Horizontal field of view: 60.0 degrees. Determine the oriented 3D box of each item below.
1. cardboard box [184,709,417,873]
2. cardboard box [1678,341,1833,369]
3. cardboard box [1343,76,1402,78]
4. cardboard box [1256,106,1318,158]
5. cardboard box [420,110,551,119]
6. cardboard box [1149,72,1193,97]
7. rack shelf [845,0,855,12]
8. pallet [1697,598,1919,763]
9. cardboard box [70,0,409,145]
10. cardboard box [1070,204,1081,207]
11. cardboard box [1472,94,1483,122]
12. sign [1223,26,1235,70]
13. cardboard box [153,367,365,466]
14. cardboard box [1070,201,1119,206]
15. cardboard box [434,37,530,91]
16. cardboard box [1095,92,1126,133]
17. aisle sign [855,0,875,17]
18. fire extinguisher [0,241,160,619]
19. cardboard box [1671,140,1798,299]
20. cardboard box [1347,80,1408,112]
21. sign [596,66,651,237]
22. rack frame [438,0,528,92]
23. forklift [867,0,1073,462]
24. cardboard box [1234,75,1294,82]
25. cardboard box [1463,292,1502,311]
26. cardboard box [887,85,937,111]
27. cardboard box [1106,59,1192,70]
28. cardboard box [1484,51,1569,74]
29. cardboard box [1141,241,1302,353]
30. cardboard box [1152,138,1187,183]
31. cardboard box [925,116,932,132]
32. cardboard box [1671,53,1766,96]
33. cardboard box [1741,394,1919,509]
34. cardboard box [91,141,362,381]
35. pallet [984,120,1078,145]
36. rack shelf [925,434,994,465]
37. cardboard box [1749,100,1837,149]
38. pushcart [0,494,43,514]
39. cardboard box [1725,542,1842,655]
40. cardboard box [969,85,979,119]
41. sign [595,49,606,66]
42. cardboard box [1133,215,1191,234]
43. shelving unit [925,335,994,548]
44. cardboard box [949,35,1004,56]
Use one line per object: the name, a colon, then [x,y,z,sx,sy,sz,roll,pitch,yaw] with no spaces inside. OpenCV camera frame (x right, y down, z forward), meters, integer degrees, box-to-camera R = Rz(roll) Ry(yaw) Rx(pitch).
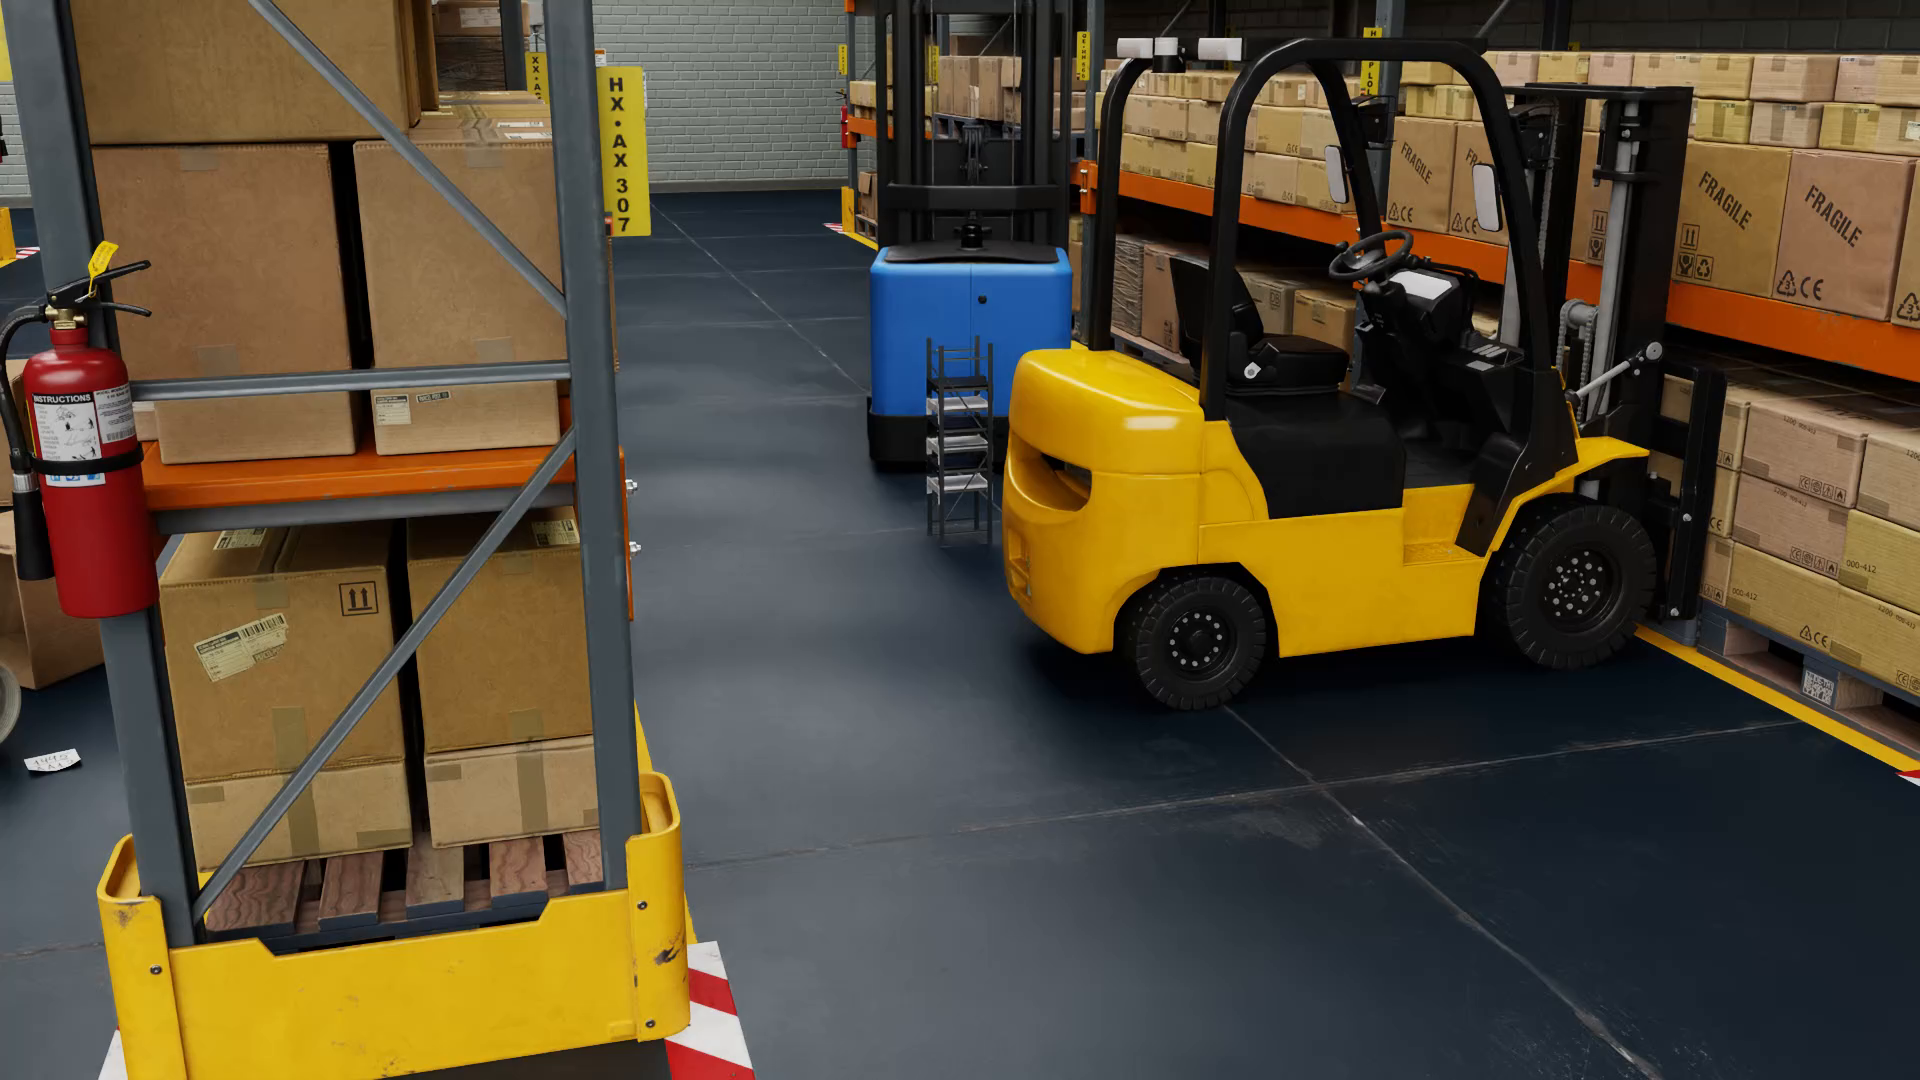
cardboard box: [-1.676,0.602,4.284,0.500,0.250,0.500,-5,17,-16]
cardboard box: [3.231,-0.629,6.643,0.500,0.250,0.500,-5,17,-16]
cardboard box: [2.368,-2.565,9.476,0.380,0.149,0.250,-5,17,-15]
cardboard box: [1.955,-2.230,9.053,0.500,0.250,0.500,-5,17,-17]
cardboard box: [-1.339,-0.932,4.650,0.500,0.500,0.500,-5,17,-16]
cardboard box: [1.443,-2.944,10.739,0.380,0.149,0.250,-4,17,-15]
rack shelf: [-0.264,-5.663,17.127,1.077,0.370,4.000,-5,17,-15]
pallet: [3.333,0.429,5.658,1.003,0.211,1.213,-5,17,-15]
cardboard box: [-1.539,-1.098,3.465,0.700,0.500,0.500,-5,17,-17]
cardboard box: [0.772,-2.637,13.506,0.380,0.149,0.250,-5,17,-16]
cardboard box: [2.489,-1.913,7.306,0.380,0.149,0.250,-5,17,-15]
sign: [1.917,-3.511,11.913,0.100,0.325,0.005,-5,17,-15]
cardboard box: [-1.497,-0.271,3.578,0.380,0.149,0.250,-4,17,-13]
cardboard box: [1.134,-2.748,13.875,0.380,0.149,0.250,-5,17,-15]
cardboard box: [-2.141,-1.955,7.326,0.500,0.500,0.500,-4,17,-14]
cardboard box: [1.247,-2.935,11.400,0.500,0.250,0.500,-5,17,-15]
aisle sign: [-1.115,-6.365,18.908,0.394,0.787,0.004,-5,17,-15]
fire extinguisher: [-1.600,-0.200,3.038,0.296,0.674,0.183,-5,17,-15]
cardboard box: [2.920,-1.148,5.885,0.500,0.500,0.500,-5,17,-16]
cardboard box: [2.176,-2.240,8.395,0.380,0.149,0.250,-4,17,-13]
sign: [-0.667,-0.763,3.272,0.100,0.325,0.005,-5,17,-15]
rack frame: [-2.288,-1.411,6.937,1.000,3.000,0.127,-5,17,-15]
forklift: [0.080,-2.171,9.584,1.130,2.935,3.031,0,17,1]
cardboard box: [1.797,-2.592,9.564,0.380,0.149,0.250,-5,17,-15]
cardboard box: [2.315,-1.009,7.910,0.500,0.250,0.500,-5,17,-16]
cardboard box: [-0.506,-4.629,17.392,0.500,0.250,0.500,-5,17,-17]
cardboard box: [1.393,-3.315,12.370,0.500,0.500,0.500,-4,17,-13]
cardboard box: [2.523,-2.059,7.275,0.380,0.149,0.250,-5,17,-16]
cardboard box: [1.730,-1.621,11.034,0.875,0.625,0.625,-4,17,-13]
cardboard box: [1.553,-2.416,10.542,0.500,0.250,0.500,-5,18,-17]
cardboard box: [-0.138,-4.036,16.111,0.380,0.149,0.250,-4,17,-14]
cardboard box: [2.855,-1.706,6.098,0.380,0.149,0.250,-4,17,-14]
cardboard box: [3.011,-0.305,5.565,0.500,0.250,0.500,-4,17,-14]
cardboard box: [-1.603,-0.624,3.623,0.500,0.500,0.500,-5,17,-16]
pallet: [0.846,-3.357,13.747,1.003,0.211,1.213,-5,17,-15]
rack shelf: [-0.002,-0.401,7.340,0.258,0.077,0.200,-5,17,-15]
cardboard box: [2.931,-1.415,5.648,0.380,0.149,0.250,-5,18,-17]
pushcart: [-4.466,0.039,6.668,1.648,0.377,0.936,-12,20,-34]
cardboard box: [3.023,0.174,5.708,0.500,0.250,0.500,-5,17,-15]
cardboard box: [0.298,-3.740,14.192,0.396,0.266,0.258,-4,17,-13]
sign: [-5.208,-6.863,23.649,0.339,0.242,0.001,-5,17,-15]
cardboard box: [1.541,-2.395,12.698,0.380,0.149,0.250,-4,17,-12]
shelving unit: [-0.002,-0.433,7.330,0.258,0.900,0.210,-5,17,-15]
cardboard box: [0.132,-4.880,16.926,0.500,0.500,0.500,-5,17,-17]
